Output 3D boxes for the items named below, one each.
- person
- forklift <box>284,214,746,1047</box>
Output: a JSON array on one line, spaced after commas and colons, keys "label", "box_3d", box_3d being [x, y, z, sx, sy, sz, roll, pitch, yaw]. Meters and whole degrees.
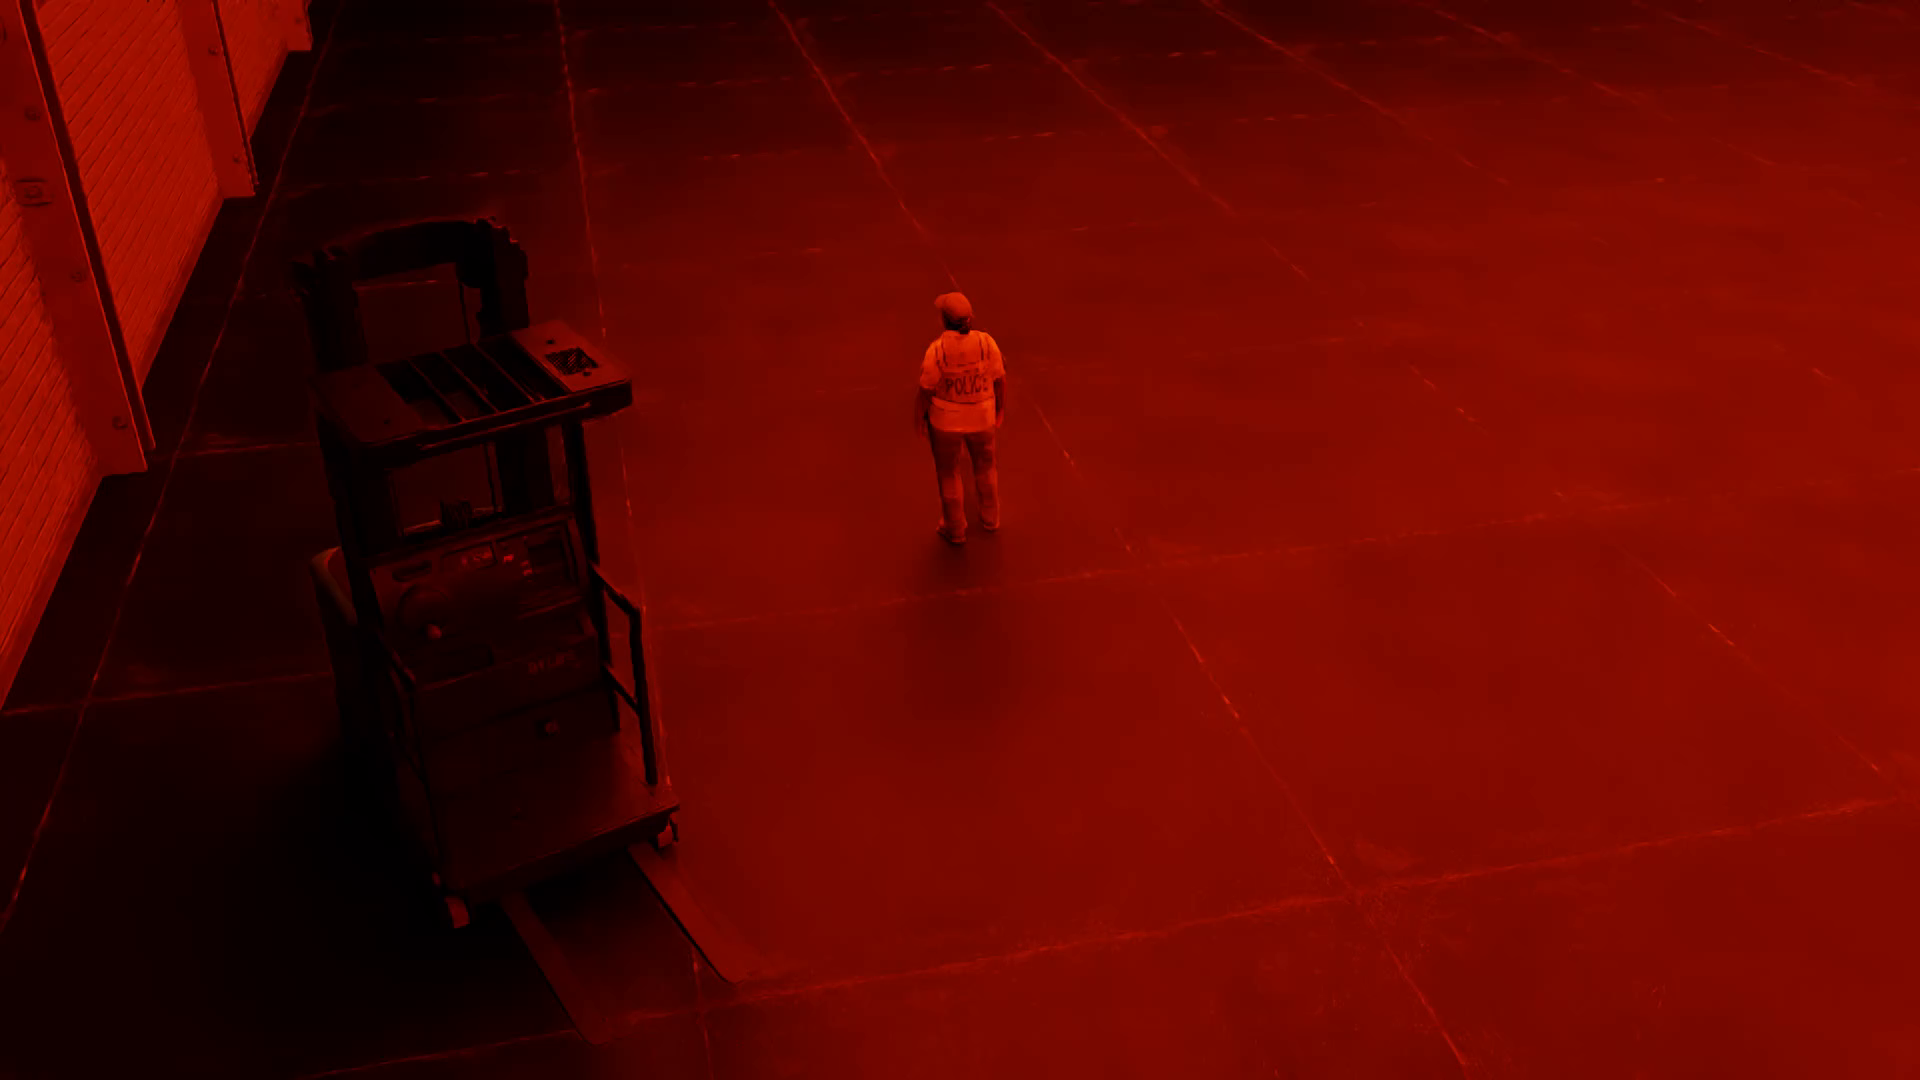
[{"label": "person", "box_3d": [0.004, -0.767, 10.148, 0.598, 1.669, 0.529, -7, 31, -12]}, {"label": "forklift", "box_3d": [-2.005, 0.208, 7.215, 1.130, 2.935, 3.031, -18, 35, -29]}]
